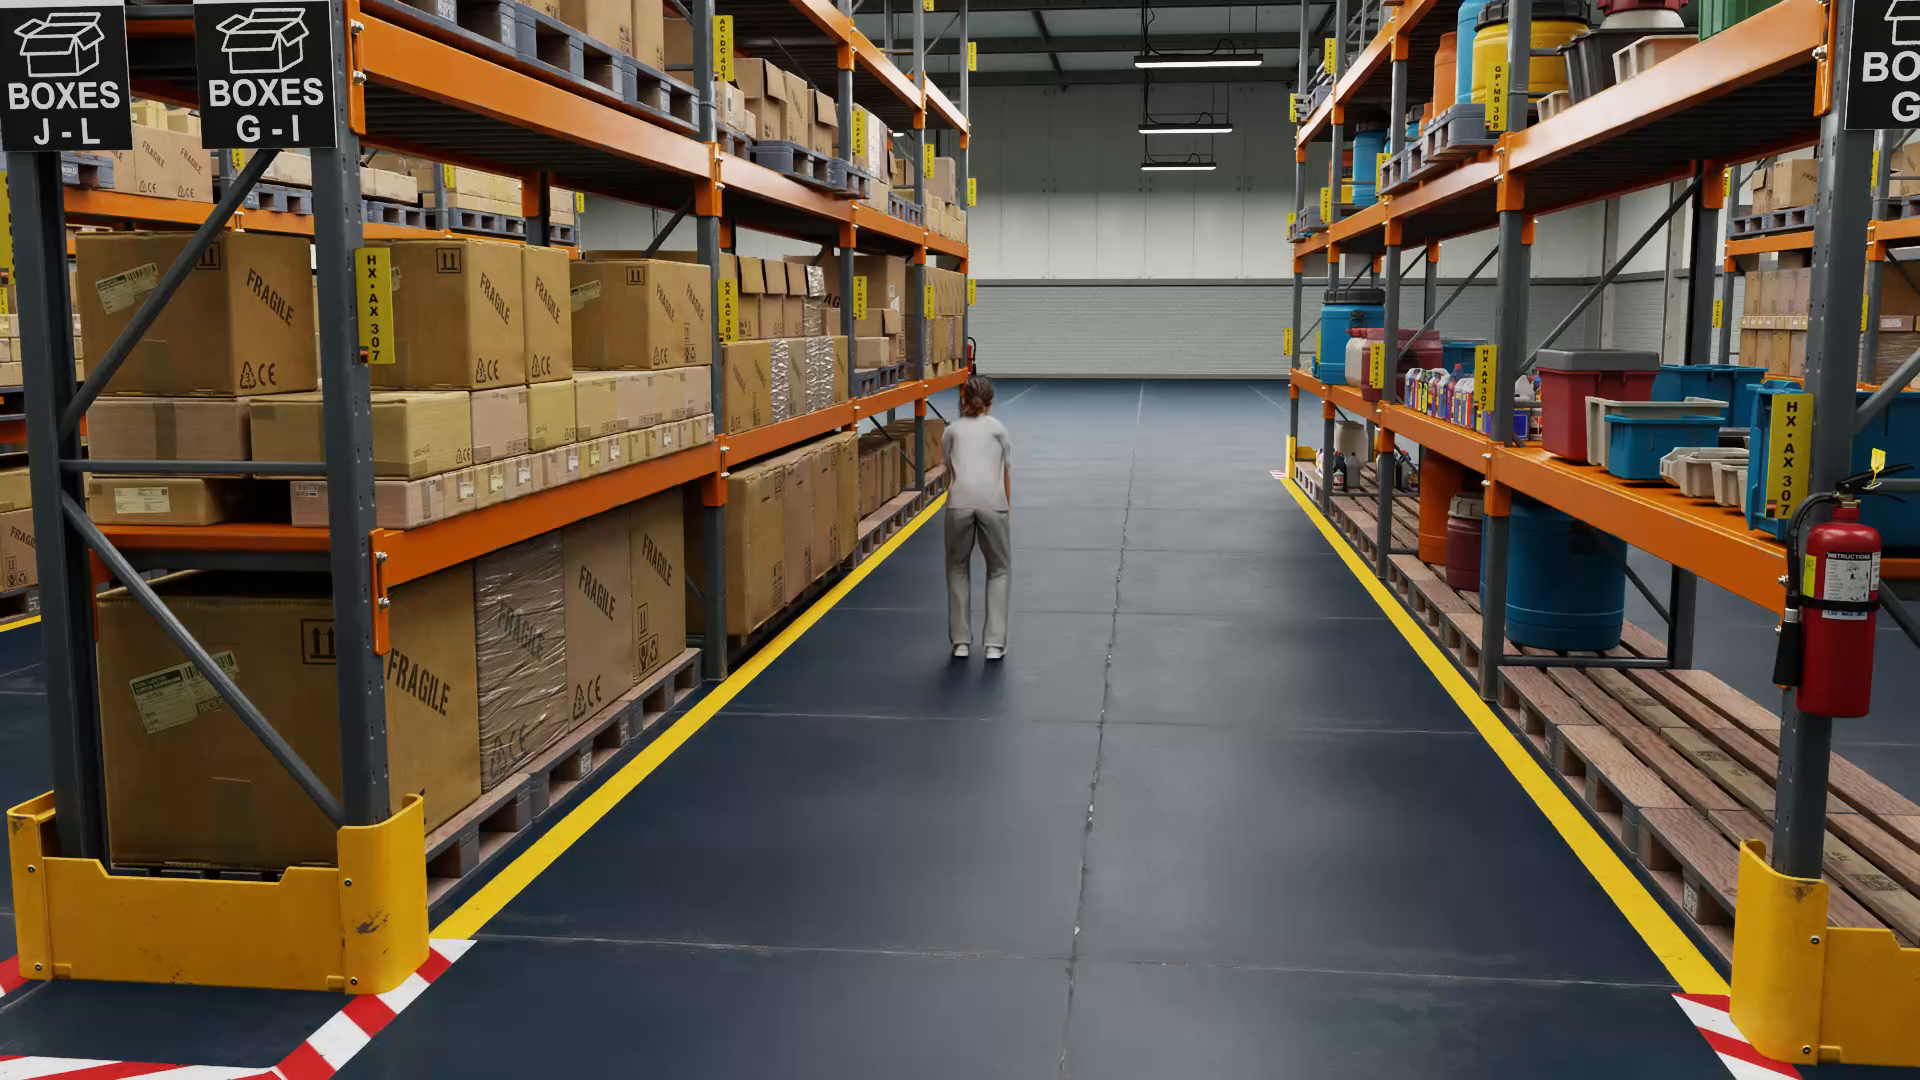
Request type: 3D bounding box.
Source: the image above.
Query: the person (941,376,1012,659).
[{"bbox_3d":[0.095,-0.130,9.587,0.410,1.597,0.548,1,8,5],"label":"person"}]
